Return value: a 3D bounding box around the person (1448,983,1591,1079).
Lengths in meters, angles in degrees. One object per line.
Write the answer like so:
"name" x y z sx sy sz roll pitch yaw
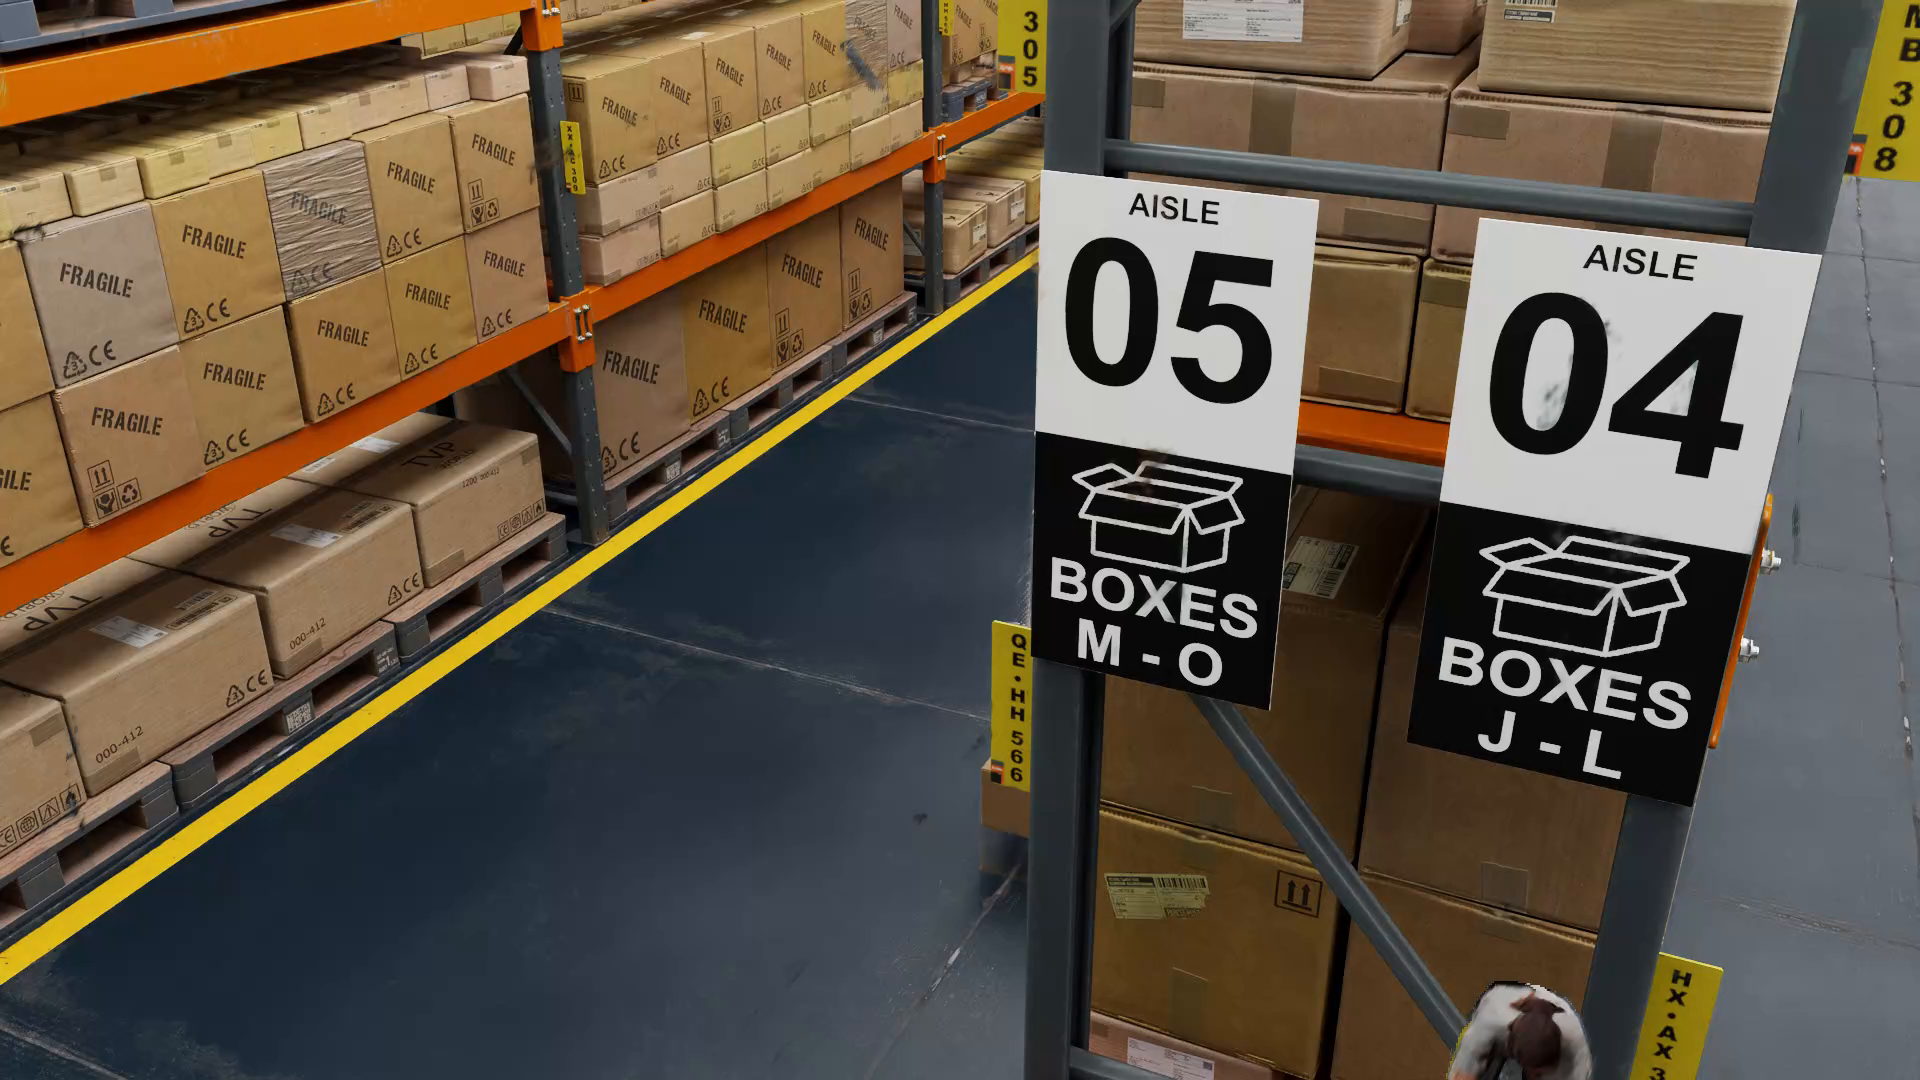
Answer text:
"person" 0.390 0.633 6.174 0.488 0.935 0.803 11 28 22
